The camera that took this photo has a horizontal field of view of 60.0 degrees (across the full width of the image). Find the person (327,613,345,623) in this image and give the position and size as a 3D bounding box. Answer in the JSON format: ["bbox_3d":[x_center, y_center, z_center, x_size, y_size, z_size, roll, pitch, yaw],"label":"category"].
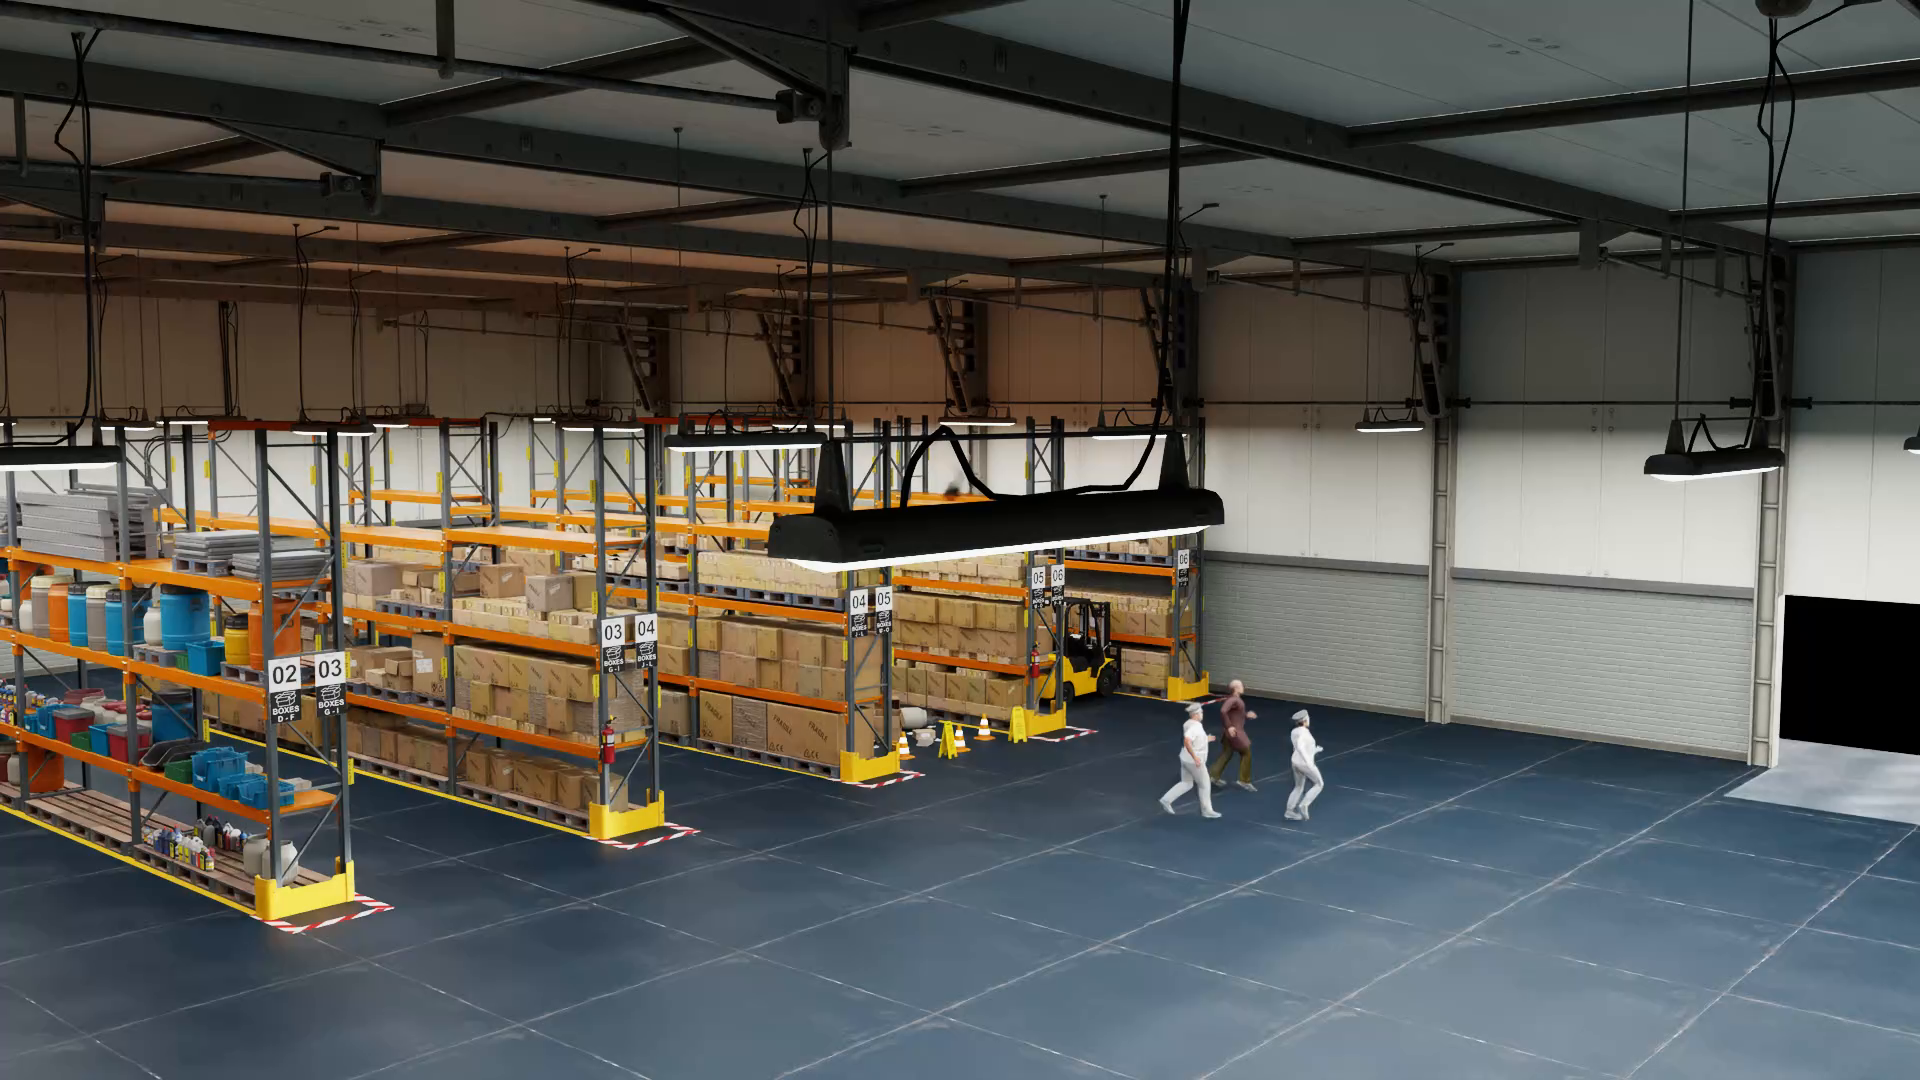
[{"bbox_3d":[-14.784,2.265,38.867,0.685,1.655,0.826,3,5,30],"label":"person"}]

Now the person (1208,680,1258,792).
[{"bbox_3d":[4.437,3.196,27.141,0.873,1.841,0.688,0,5,-4],"label":"person"}]

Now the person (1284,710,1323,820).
[{"bbox_3d":[5.223,3.394,25.144,0.641,1.666,0.586,-2,5,-20],"label":"person"}]

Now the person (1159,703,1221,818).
[{"bbox_3d":[3.509,3.339,25.135,0.956,1.753,0.663,-1,5,-13],"label":"person"}]
